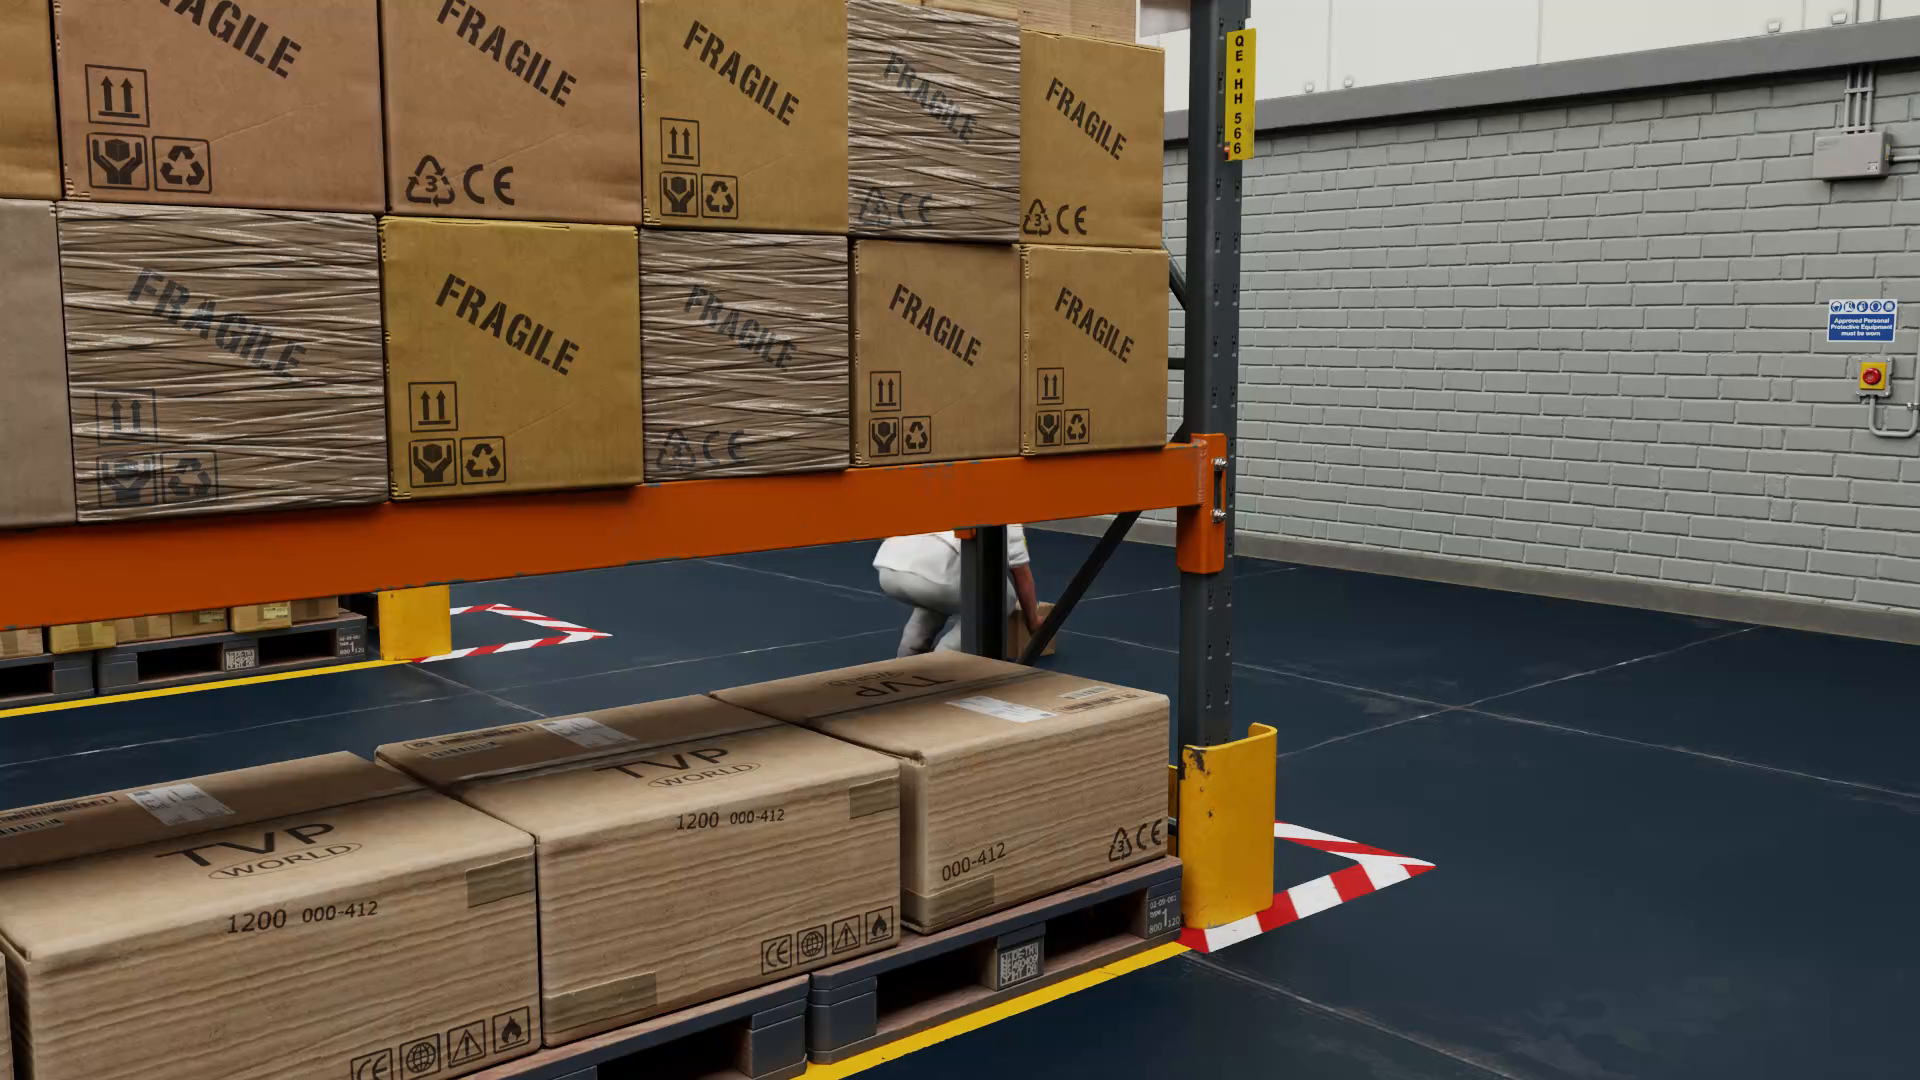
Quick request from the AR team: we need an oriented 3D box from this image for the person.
[{"bbox_3d":[0.016,0.127,7.966,0.954,0.942,0.564,-6,10,-41],"label":"person"}]
